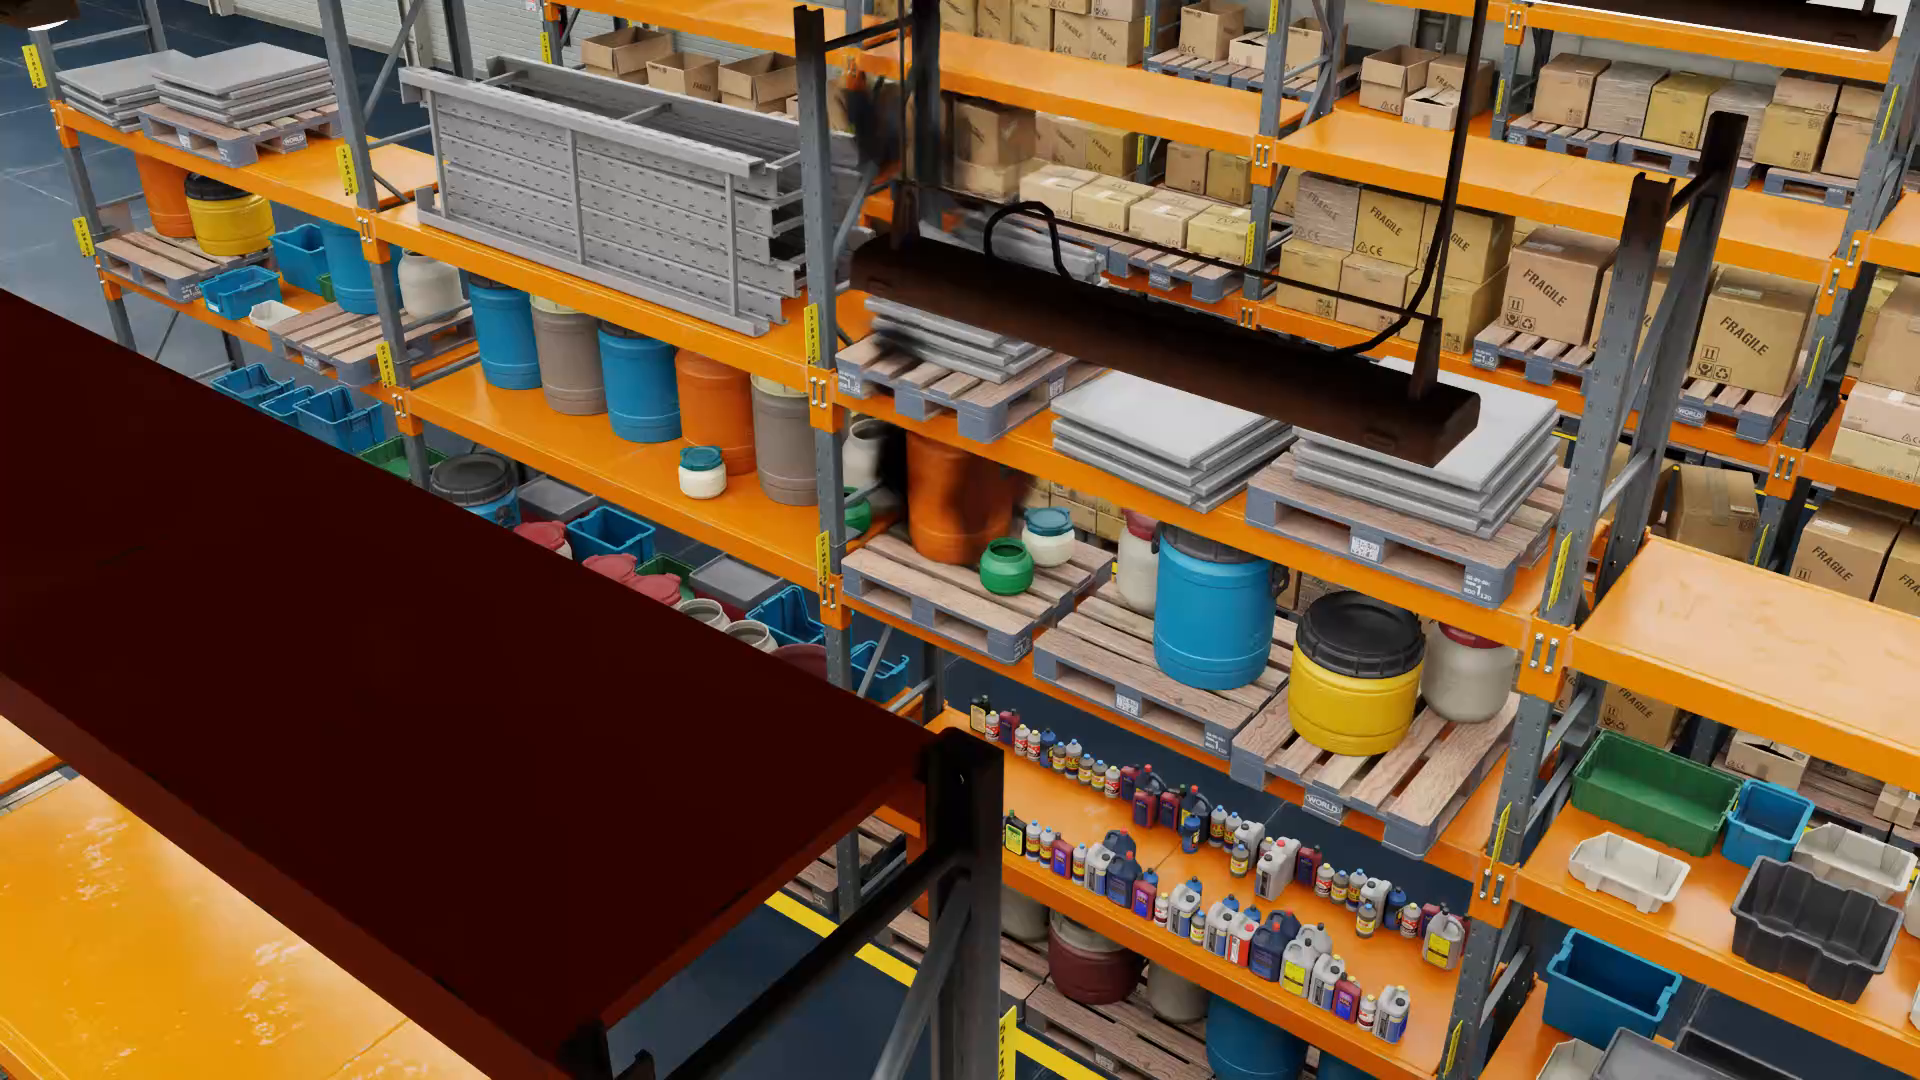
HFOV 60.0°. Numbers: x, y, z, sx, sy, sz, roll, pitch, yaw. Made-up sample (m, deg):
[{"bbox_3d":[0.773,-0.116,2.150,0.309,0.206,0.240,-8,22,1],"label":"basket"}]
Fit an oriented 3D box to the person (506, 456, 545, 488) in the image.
[{"bbox_3d":[-3.844,-0.742,14.941,0.882,1.578,0.543,17,35,25],"label":"person"}]
